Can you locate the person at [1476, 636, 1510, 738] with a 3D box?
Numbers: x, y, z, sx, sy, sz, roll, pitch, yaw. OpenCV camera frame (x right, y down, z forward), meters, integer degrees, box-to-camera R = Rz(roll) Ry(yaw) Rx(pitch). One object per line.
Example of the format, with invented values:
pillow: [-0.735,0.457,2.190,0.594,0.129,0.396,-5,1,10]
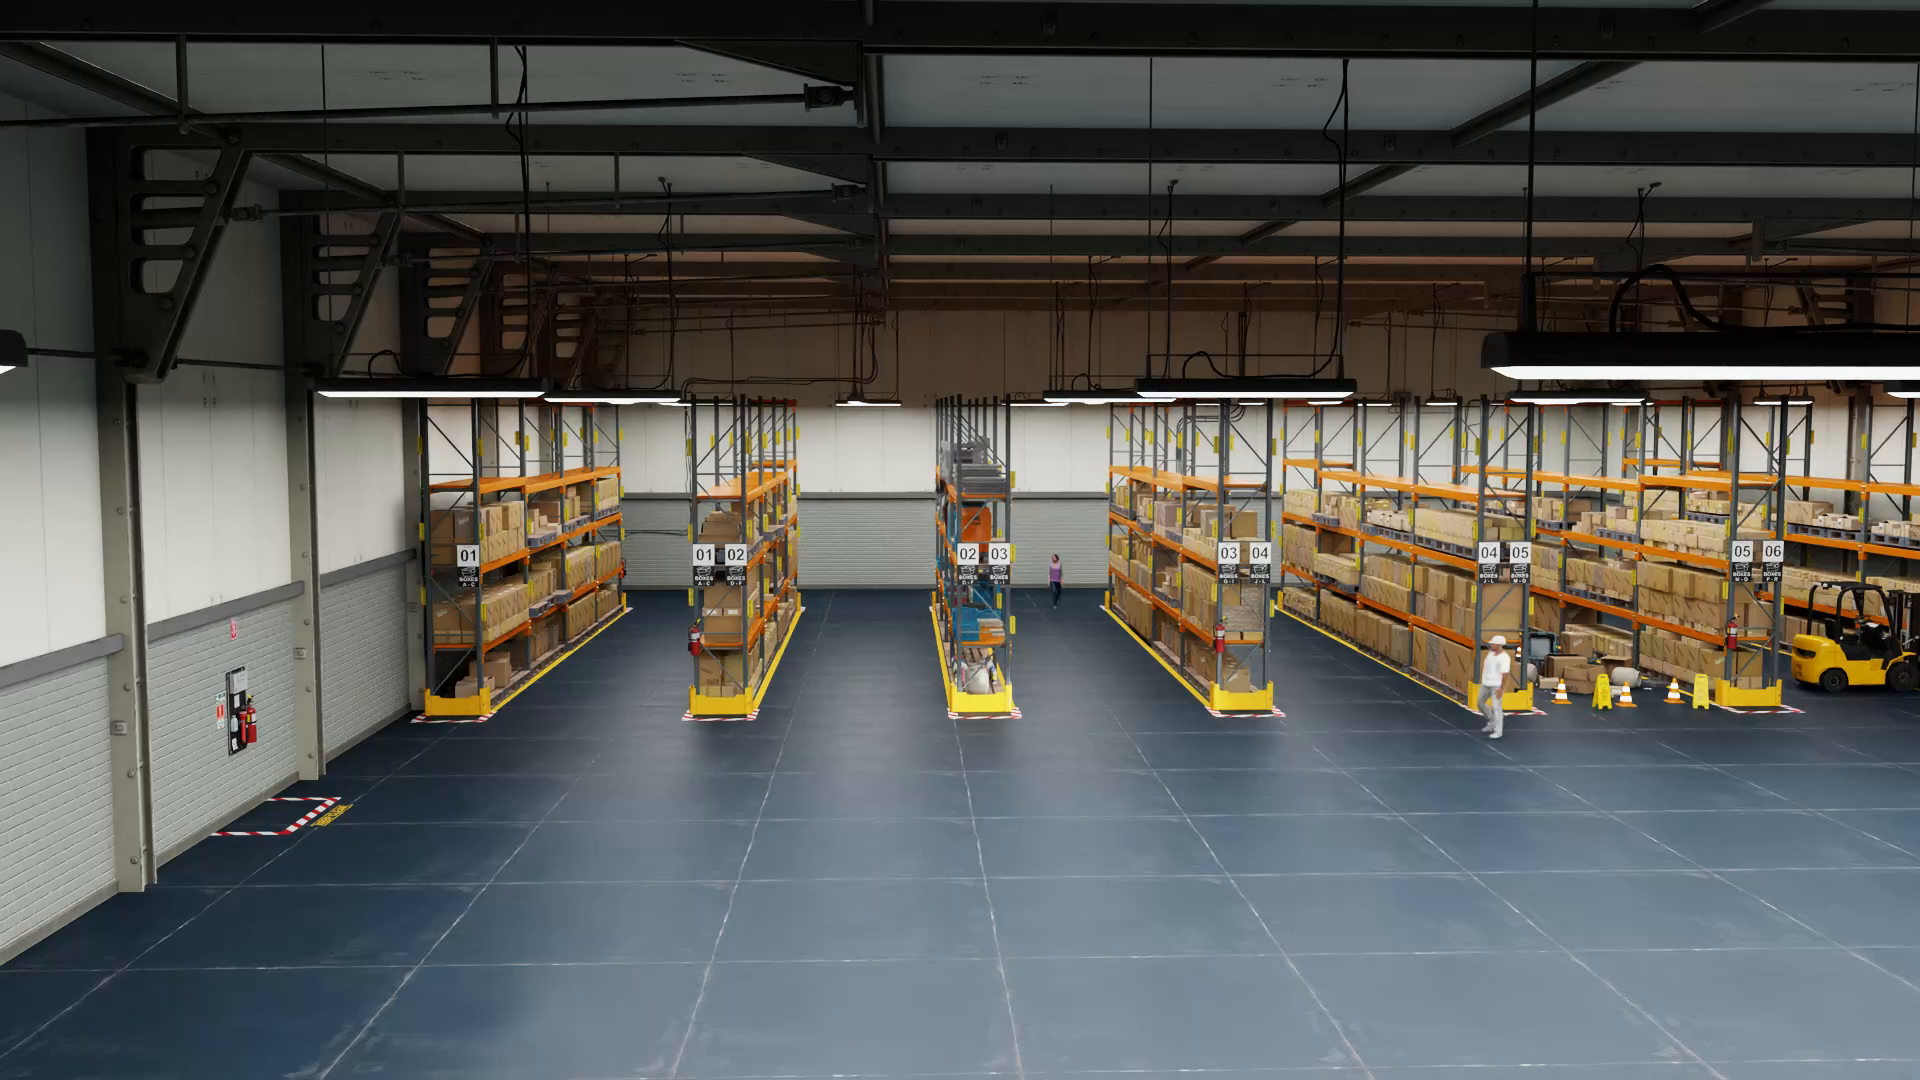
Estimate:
person: [9.324,2.543,29.089,0.502,1.764,0.661,-2,5,-26]

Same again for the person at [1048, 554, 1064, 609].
person: [2.742,1.178,47.667,0.437,1.559,0.703,-1,5,-7]
